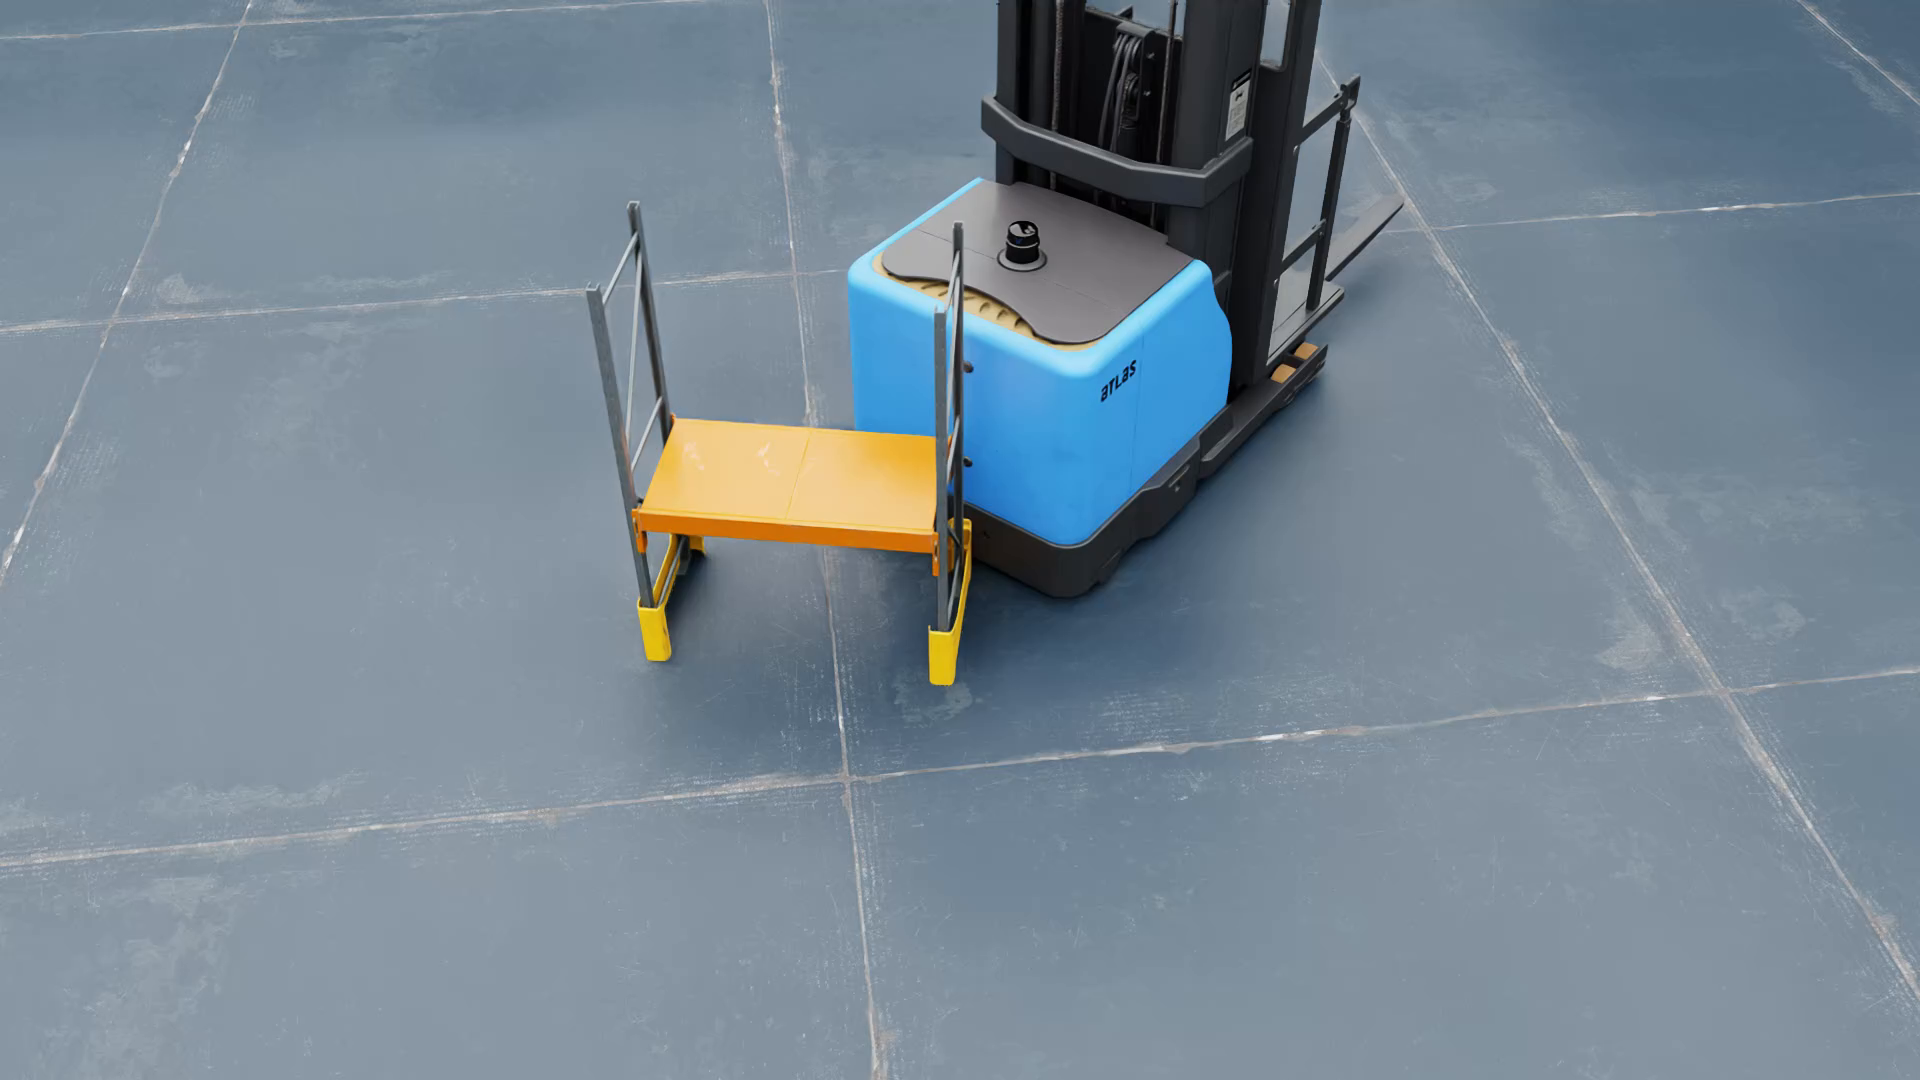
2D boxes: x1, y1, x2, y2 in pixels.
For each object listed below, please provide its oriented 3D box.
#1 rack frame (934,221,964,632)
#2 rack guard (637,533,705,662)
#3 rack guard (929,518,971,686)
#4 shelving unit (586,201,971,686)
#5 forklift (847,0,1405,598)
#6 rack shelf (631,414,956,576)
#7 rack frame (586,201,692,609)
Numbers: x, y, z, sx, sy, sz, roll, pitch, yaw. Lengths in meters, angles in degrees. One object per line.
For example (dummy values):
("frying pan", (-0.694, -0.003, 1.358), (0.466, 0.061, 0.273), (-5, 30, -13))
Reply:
("rack frame", (-0.031, -0.254, 5.412), (0.032, 1.500, 0.500), (4, 42, 5))
("rack guard", (-1.022, 0.134, 5.915), (0.087, 0.250, 0.587), (4, 42, 5))
("rack guard", (-0.032, 0.210, 5.830), (0.087, 0.250, 0.587), (4, 42, 5))
("shelving unit", (-0.527, -0.292, 5.454), (1.083, 1.500, 0.587), (4, 42, 5))
("forklift", (0.879, -1.823, 6.083), (1.130, 2.935, 3.031), (27, 48, 26))
("rack shelf", (-0.536, -0.159, 5.575), (1.000, 0.185, 0.538), (4, 42, 5))
("rack frame", (-1.041, -0.332, 5.498), (0.032, 1.500, 0.500), (4, 42, 5))
